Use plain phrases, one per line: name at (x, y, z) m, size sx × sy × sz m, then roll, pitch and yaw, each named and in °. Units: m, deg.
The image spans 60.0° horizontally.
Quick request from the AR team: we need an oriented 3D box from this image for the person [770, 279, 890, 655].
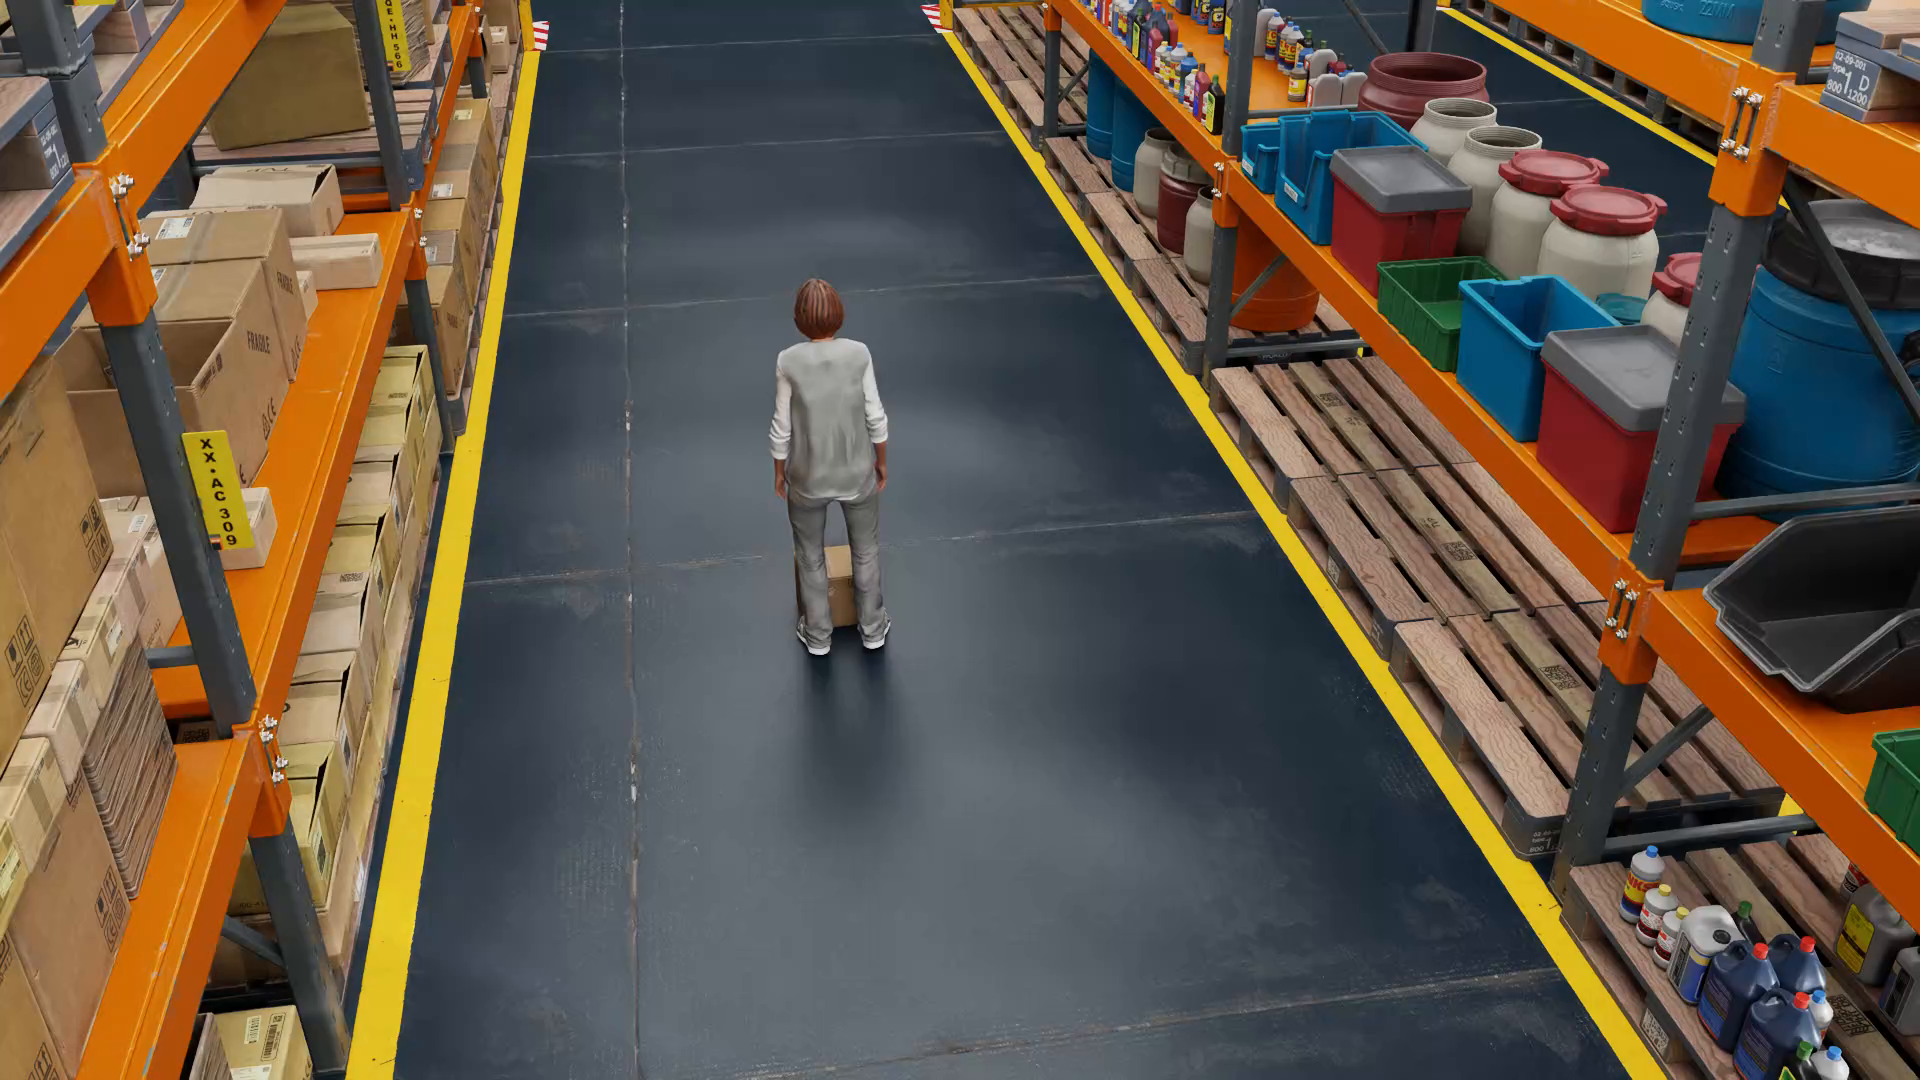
person at (-0.509, -0.252, 6.561) m, size 0.460 × 1.592 × 0.345 m, roll -5°, pitch 32°, yaw -9°
